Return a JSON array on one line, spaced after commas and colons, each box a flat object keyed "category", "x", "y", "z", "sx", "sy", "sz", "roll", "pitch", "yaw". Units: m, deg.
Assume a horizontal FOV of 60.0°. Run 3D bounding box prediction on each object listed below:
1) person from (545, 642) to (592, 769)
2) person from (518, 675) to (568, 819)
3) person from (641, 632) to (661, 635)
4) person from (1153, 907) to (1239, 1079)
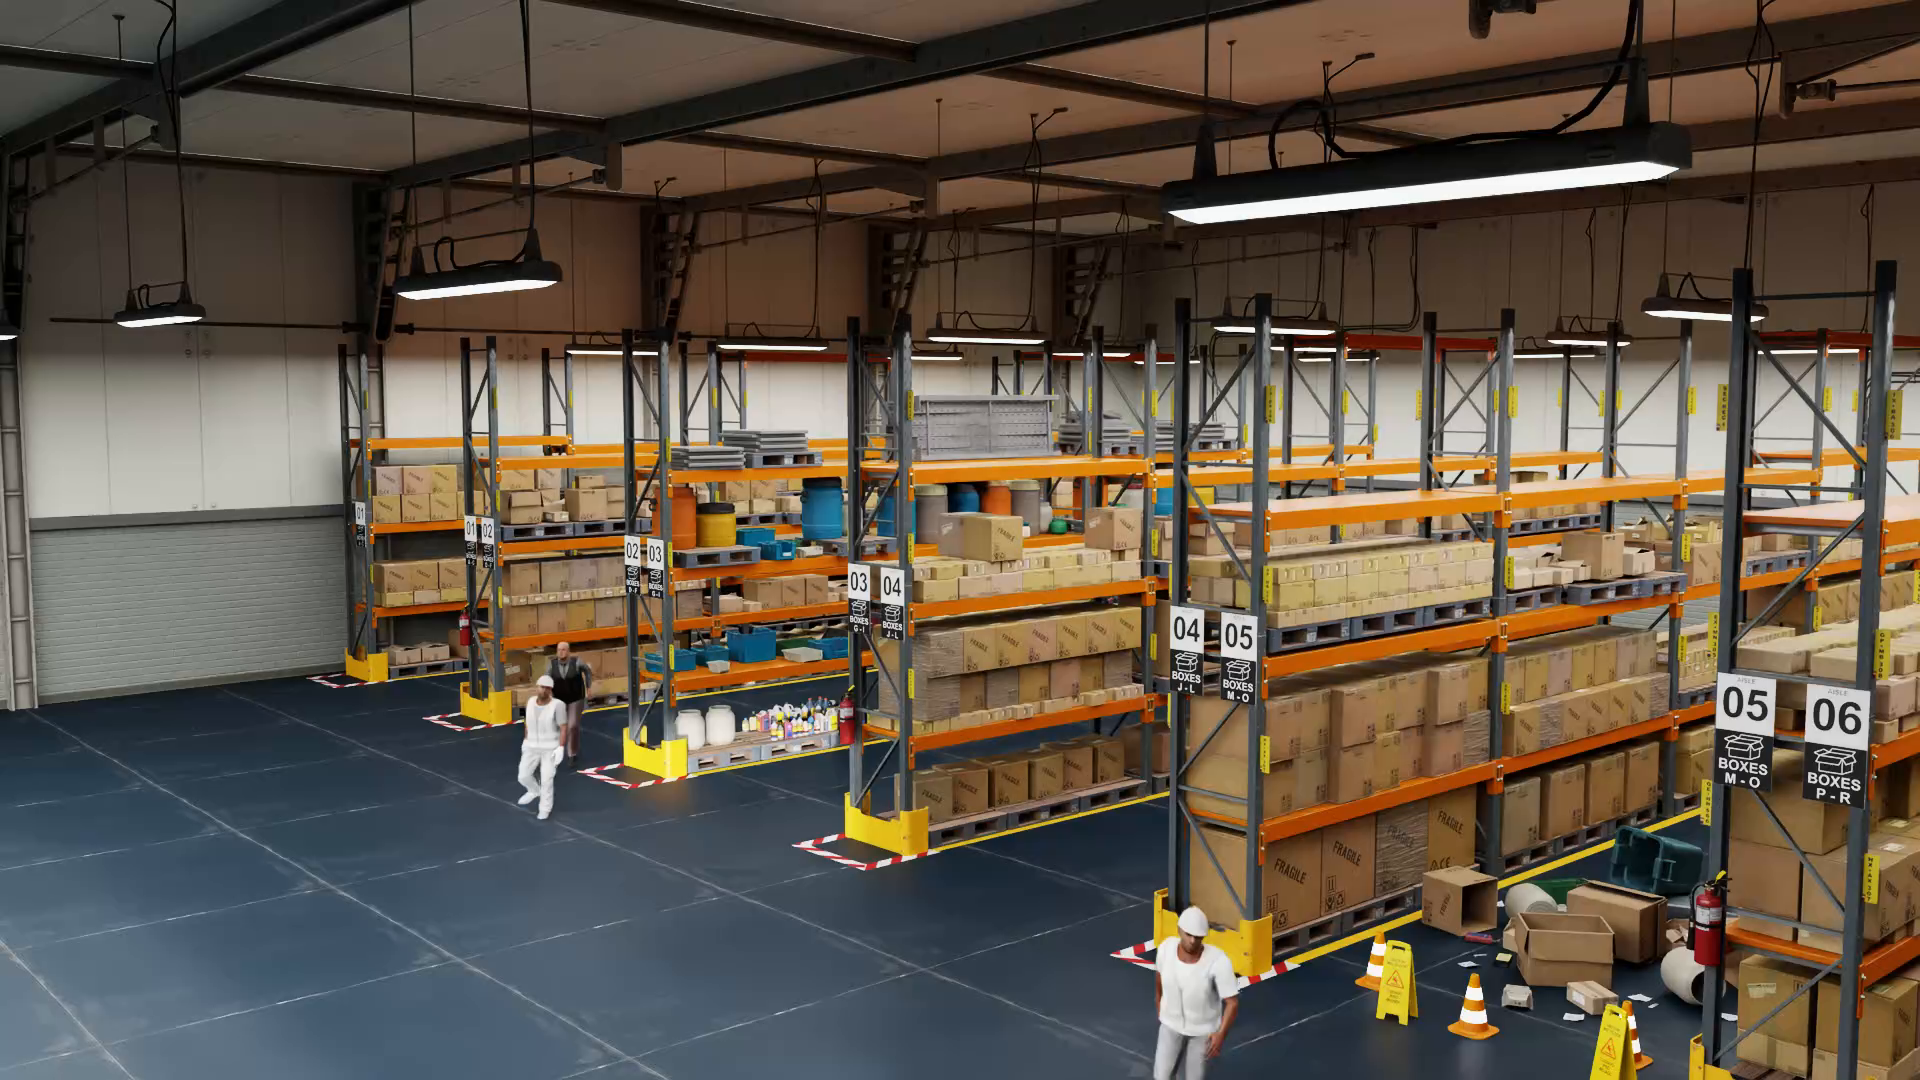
[{"category": "person", "x": -5.423, "y": 2.264, "z": 22.970, "sx": 0.604, "sy": 1.763, "sz": 1.026, "roll": 0, "pitch": 5, "yaw": 4}, {"category": "person", "x": -5.064, "y": 2.487, "z": 20.146, "sx": 0.776, "sy": 1.746, "sz": 0.575, "roll": 1, "pitch": 5, "yaw": 15}, {"category": "person", "x": -5.906, "y": 1.618, "z": 31.472, "sx": 0.717, "sy": 1.563, "sz": 0.899, "roll": 0, "pitch": 5, "yaw": -2}, {"category": "person", "x": 1.560, "y": 3.298, "z": 11.264, "sx": 0.695, "sy": 1.712, "sz": 0.811, "roll": 2, "pitch": 6, "yaw": 23}]
